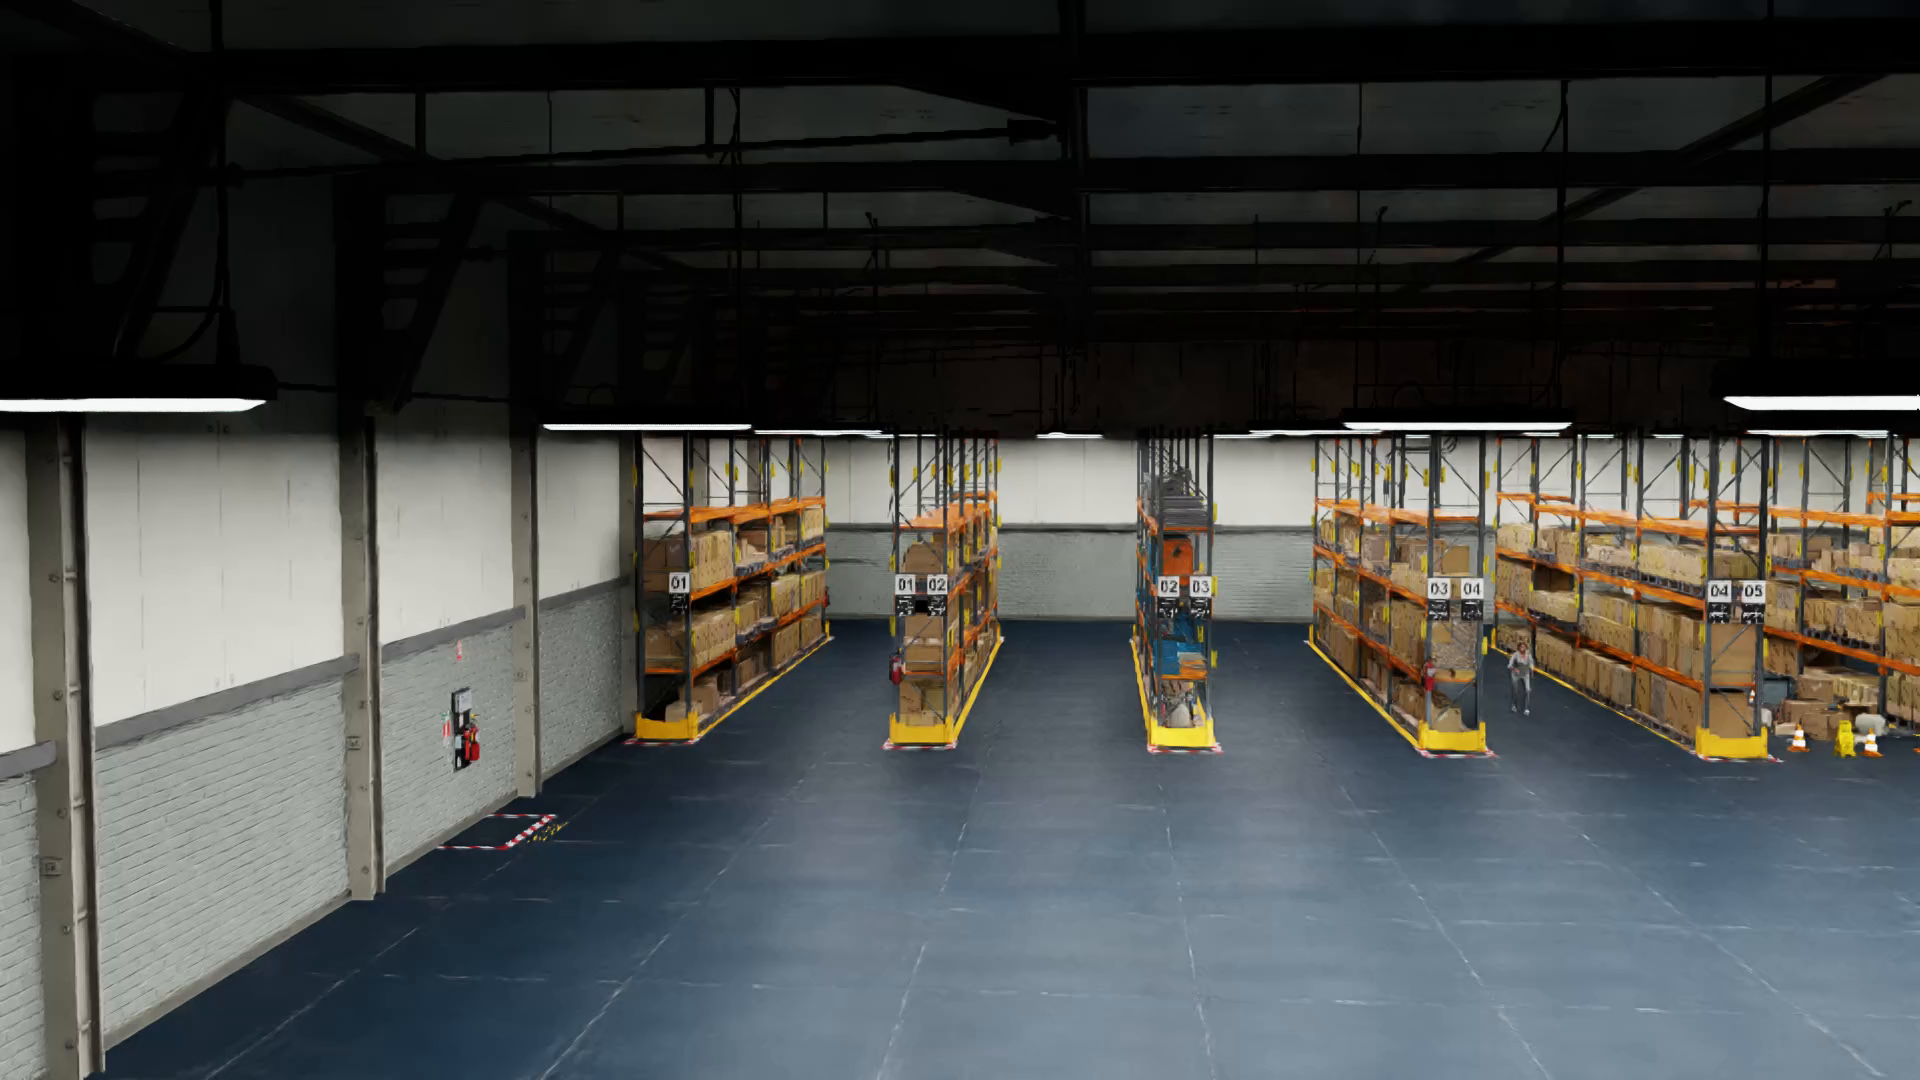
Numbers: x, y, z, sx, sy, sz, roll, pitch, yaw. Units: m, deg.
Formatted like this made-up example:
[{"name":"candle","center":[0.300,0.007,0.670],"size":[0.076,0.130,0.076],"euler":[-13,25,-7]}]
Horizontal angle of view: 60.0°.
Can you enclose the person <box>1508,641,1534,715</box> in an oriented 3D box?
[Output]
[{"name":"person","center":[11.749,2.863,34.829],"size":[0.562,1.530,0.815],"euler":[1,3,11]}]

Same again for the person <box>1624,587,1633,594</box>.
[{"name":"person","center":[20.248,1.834,50.206],"size":[0.693,1.760,0.547],"euler":[3,5,43]}]

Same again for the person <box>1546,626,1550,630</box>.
[{"name":"person","center":[16.792,2.048,47.030],"size":[0.713,1.718,0.568],"euler":[-1,4,-19]}]
